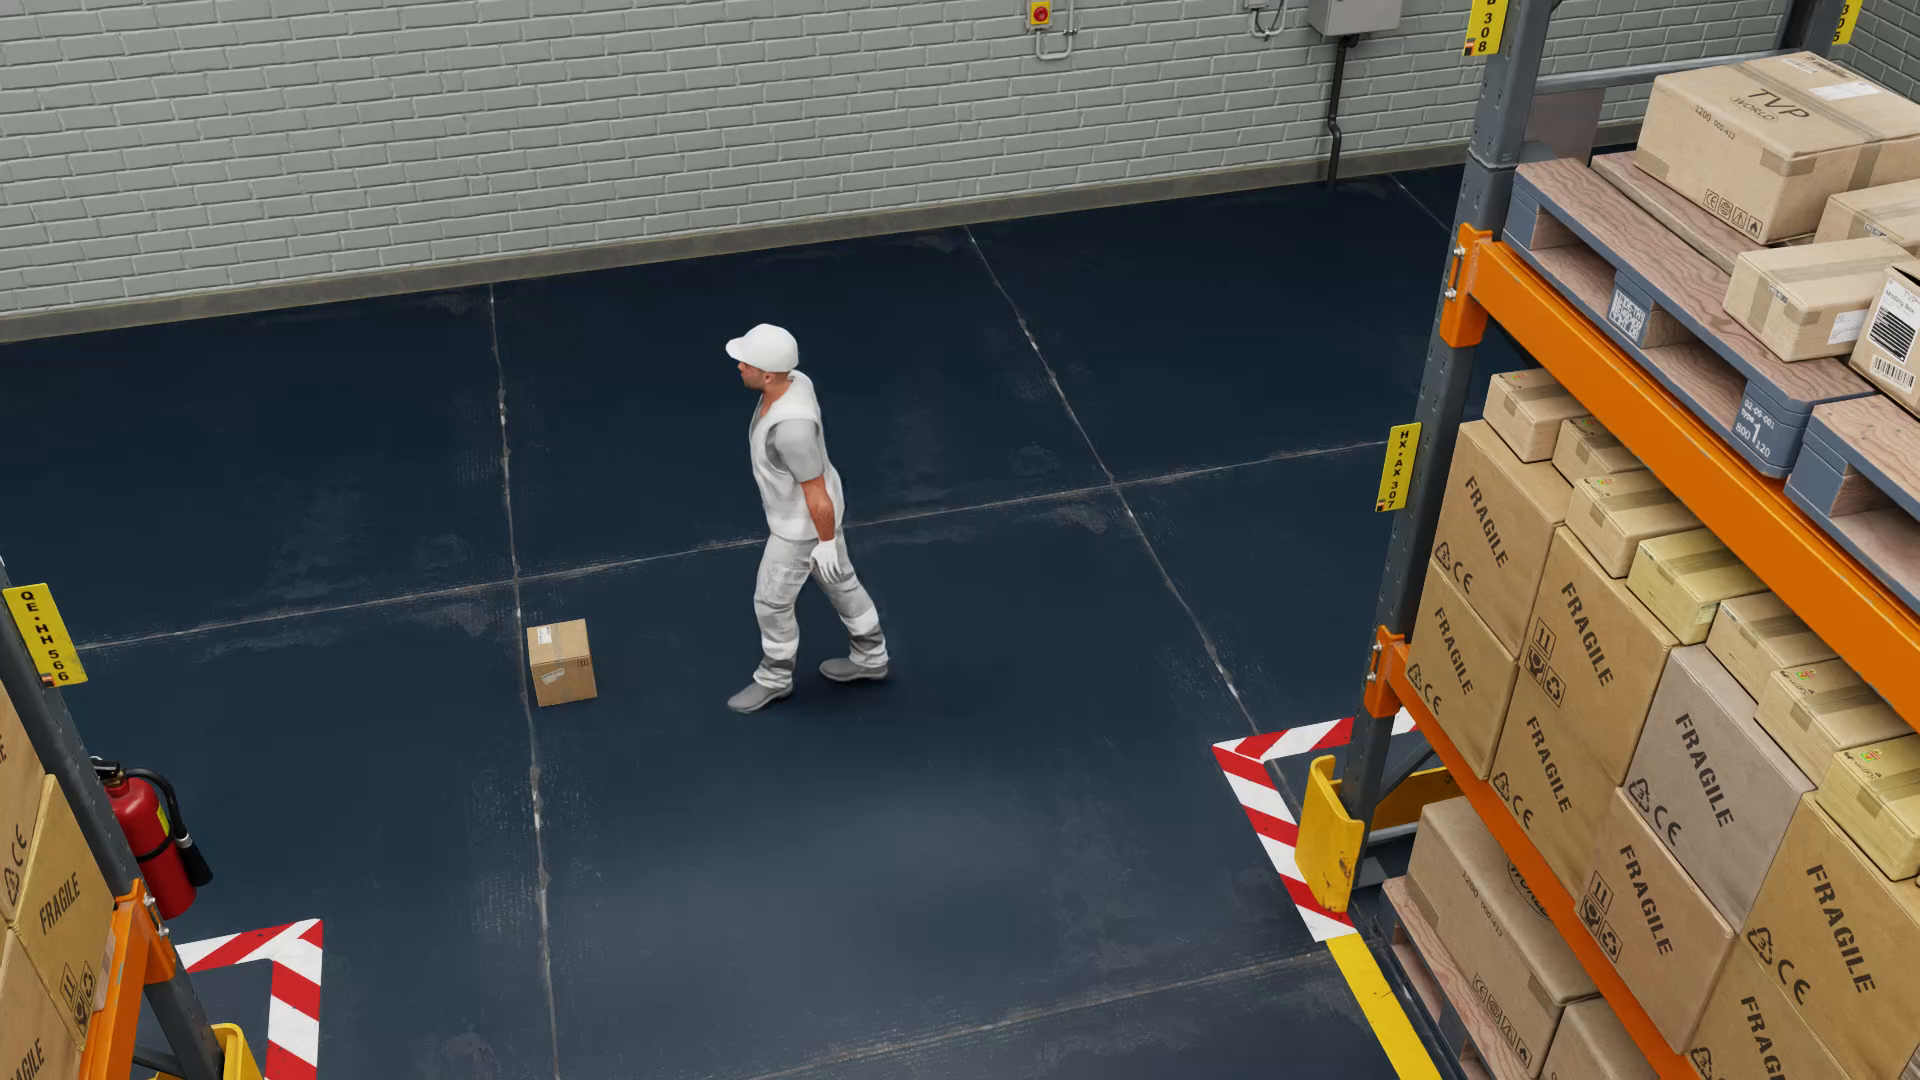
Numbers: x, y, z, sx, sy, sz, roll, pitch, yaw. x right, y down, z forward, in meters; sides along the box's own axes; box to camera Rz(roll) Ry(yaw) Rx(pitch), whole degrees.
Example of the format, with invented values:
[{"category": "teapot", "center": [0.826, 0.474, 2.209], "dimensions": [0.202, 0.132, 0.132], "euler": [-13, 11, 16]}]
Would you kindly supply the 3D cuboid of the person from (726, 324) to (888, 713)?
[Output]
[{"category": "person", "center": [-0.662, -0.083, 6.808], "dimensions": [0.698, 1.795, 0.578], "euler": [0, 38, 0]}]
